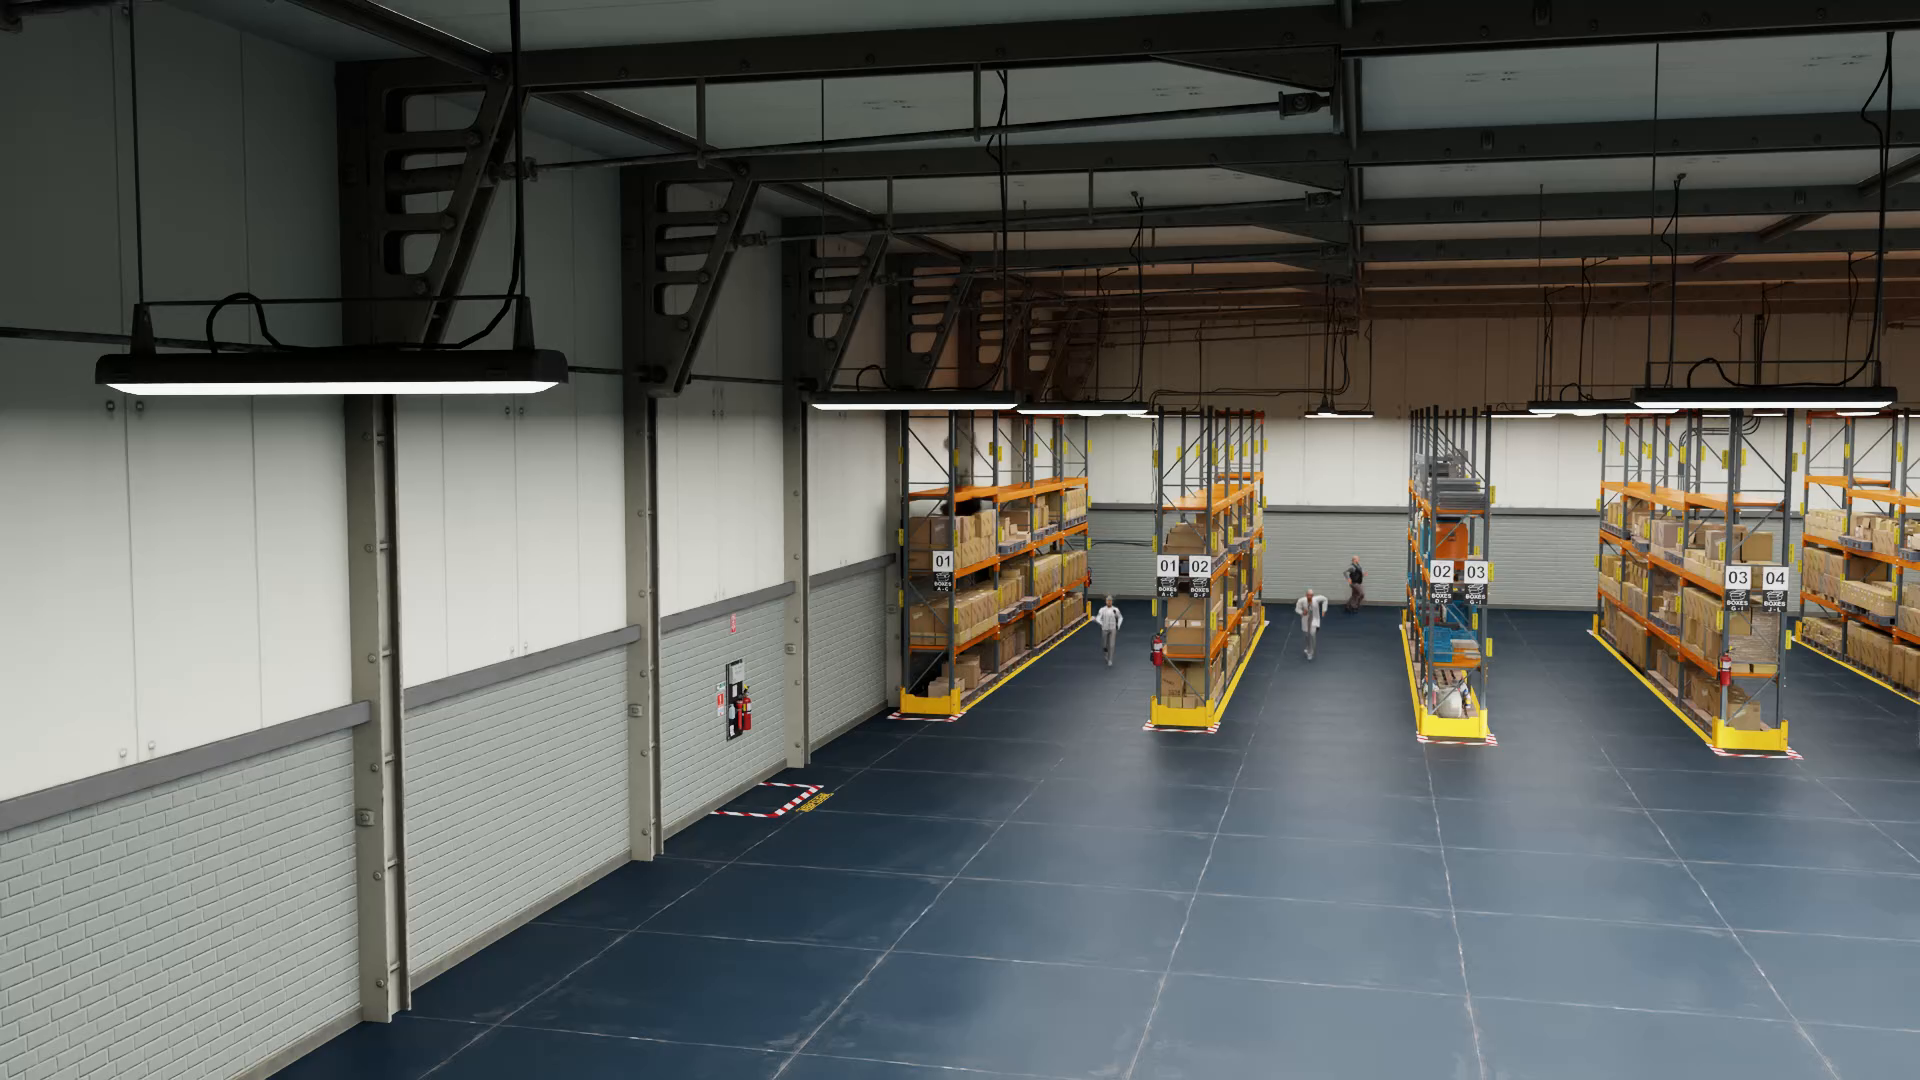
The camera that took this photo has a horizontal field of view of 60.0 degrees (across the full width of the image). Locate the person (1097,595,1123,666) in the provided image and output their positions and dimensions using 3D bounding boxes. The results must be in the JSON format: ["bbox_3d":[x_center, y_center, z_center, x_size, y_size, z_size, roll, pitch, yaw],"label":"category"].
[{"bbox_3d":[3.507,2.102,38.934,0.625,1.648,0.669,0,4,5],"label":"person"}]

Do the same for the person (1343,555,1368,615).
[{"bbox_3d":[11.739,1.335,49.307,0.727,1.753,0.627,3,5,33],"label":"person"}]

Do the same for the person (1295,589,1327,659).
[{"bbox_3d":[8.507,2.083,40.307,0.753,1.622,1.072,1,4,14],"label":"person"}]

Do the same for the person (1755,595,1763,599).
[{"bbox_3d":[20.439,1.859,42.719,0.594,1.594,0.542,1,4,16],"label":"person"}]
